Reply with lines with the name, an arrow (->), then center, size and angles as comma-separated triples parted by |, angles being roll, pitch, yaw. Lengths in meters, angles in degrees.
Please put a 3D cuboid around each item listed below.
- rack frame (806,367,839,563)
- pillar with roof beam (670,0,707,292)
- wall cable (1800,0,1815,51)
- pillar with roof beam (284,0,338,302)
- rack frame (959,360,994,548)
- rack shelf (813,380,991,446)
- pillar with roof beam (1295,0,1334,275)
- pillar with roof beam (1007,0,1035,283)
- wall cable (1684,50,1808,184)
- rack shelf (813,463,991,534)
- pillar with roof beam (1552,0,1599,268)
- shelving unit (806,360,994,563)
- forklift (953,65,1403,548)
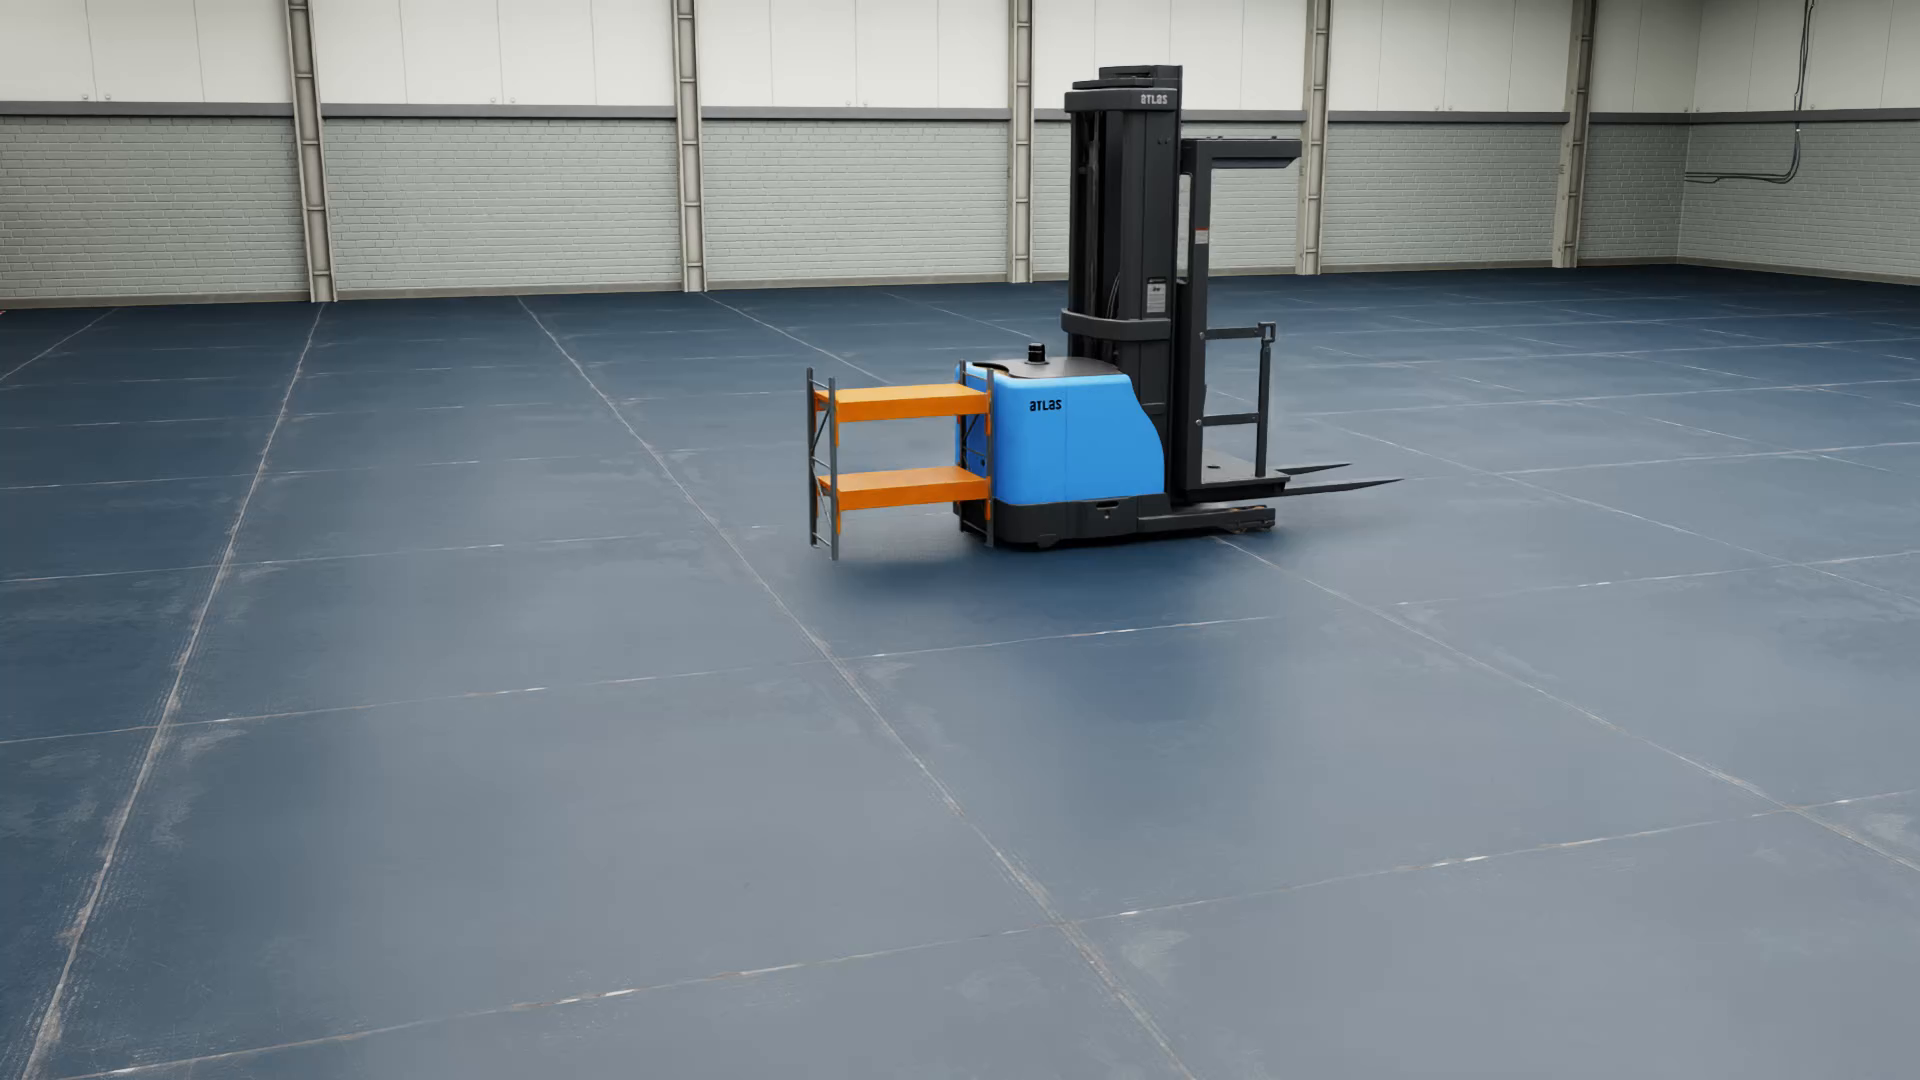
rack frame -> -0.841, -0.464, 10.163 | 0.032, 1.125, 0.500 | -5, 14, -21
pillar with roof beam -> -3.218, -7.741, 23.739 | 0.400, 9.000, 9.100 | -4, 14, -18
wall cable -> 16.546, -10.294, 30.269 | 0.112, 2.526, 3.097 | -4, 14, -18
pillar with roof beam -> -8.905, -7.298, 21.877 | 0.400, 9.000, 9.100 | -4, 14, -18
rack frame -> 0.102, -0.552, 10.531 | 0.032, 1.125, 0.500 | -5, 14, -21
rack shelf -> -0.369, -0.793, 10.279 | 1.000, 0.278, 0.538 | -5, 14, -21
pillar with roof beam -> 8.155, -8.626, 27.462 | 0.400, 9.000, 9.100 | -4, 14, -18
pillar with roof beam -> 2.469, -8.183, 25.601 | 0.400, 9.000, 9.100 | -4, 14, -18
wall cable -> 15.683, -8.430, 33.348 | 0.112, 2.526, 3.097 | -4, 14, -18
rack shelf -> -0.369, -0.270, 10.403 | 1.000, 0.278, 0.538 | -5, 14, -21
pillar with roof beam -> 13.842, -9.069, 29.324 | 0.400, 9.000, 9.100 | -4, 14, -18
shelving unit -> -0.369, -0.508, 10.347 | 1.048, 1.125, 0.538 | -5, 14, -21
forklift -> 1.524, -1.571, 10.913 | 3.031, 2.935, 1.130 | -5, 14, -21
